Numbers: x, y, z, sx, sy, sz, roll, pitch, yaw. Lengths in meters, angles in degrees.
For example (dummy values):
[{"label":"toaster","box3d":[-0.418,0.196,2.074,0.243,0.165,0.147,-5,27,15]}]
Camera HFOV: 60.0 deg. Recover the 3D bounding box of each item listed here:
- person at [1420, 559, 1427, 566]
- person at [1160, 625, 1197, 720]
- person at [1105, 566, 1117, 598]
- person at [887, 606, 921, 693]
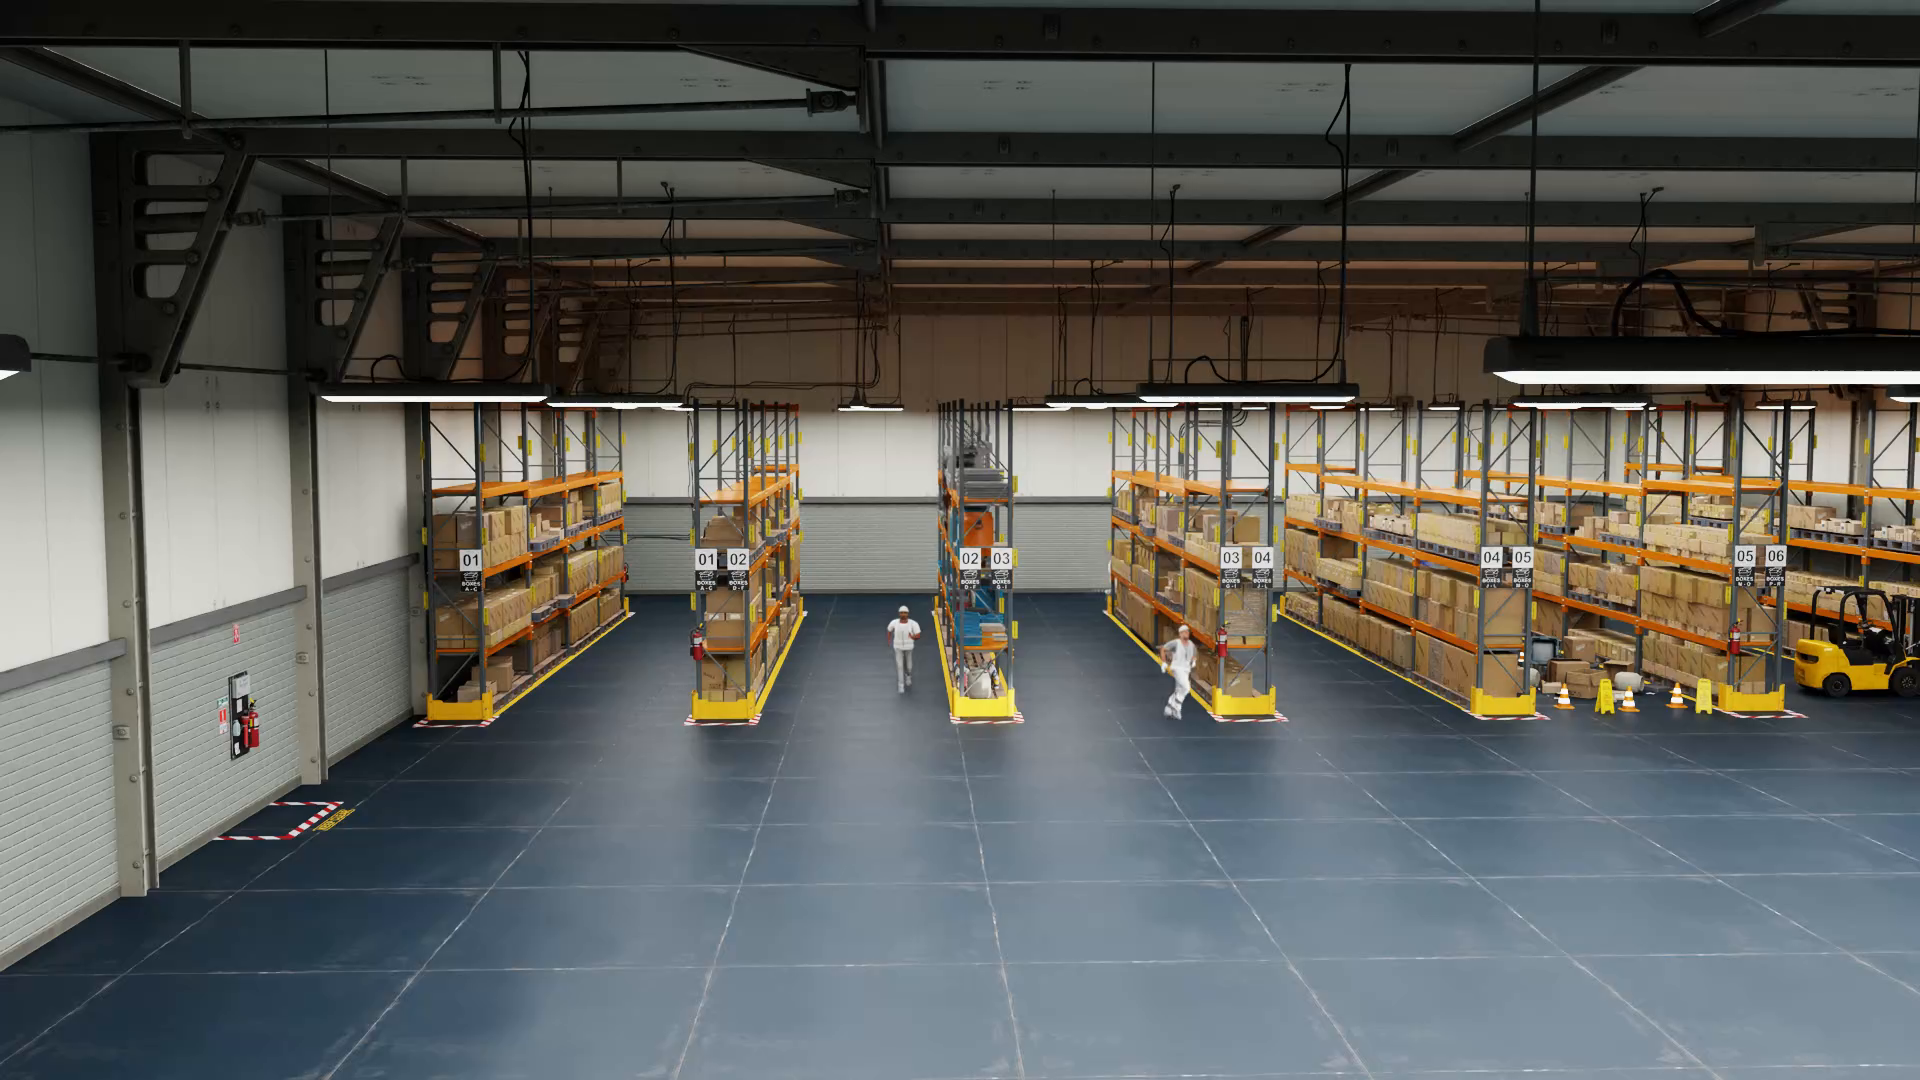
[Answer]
[{"label":"person","box3d":[13.729,1.190,49.288,0.545,1.614,0.582,0,4,4]},{"label":"person","box3d":[4.169,2.465,31.163,0.689,1.723,0.669,-3,5,-31]},{"label":"person","box3d":[4.613,1.163,48.994,0.731,1.712,0.701,1,4,12]},{"label":"person","box3d":[-1.161,2.230,34.266,0.710,1.747,0.968,0,4,-1]}]
